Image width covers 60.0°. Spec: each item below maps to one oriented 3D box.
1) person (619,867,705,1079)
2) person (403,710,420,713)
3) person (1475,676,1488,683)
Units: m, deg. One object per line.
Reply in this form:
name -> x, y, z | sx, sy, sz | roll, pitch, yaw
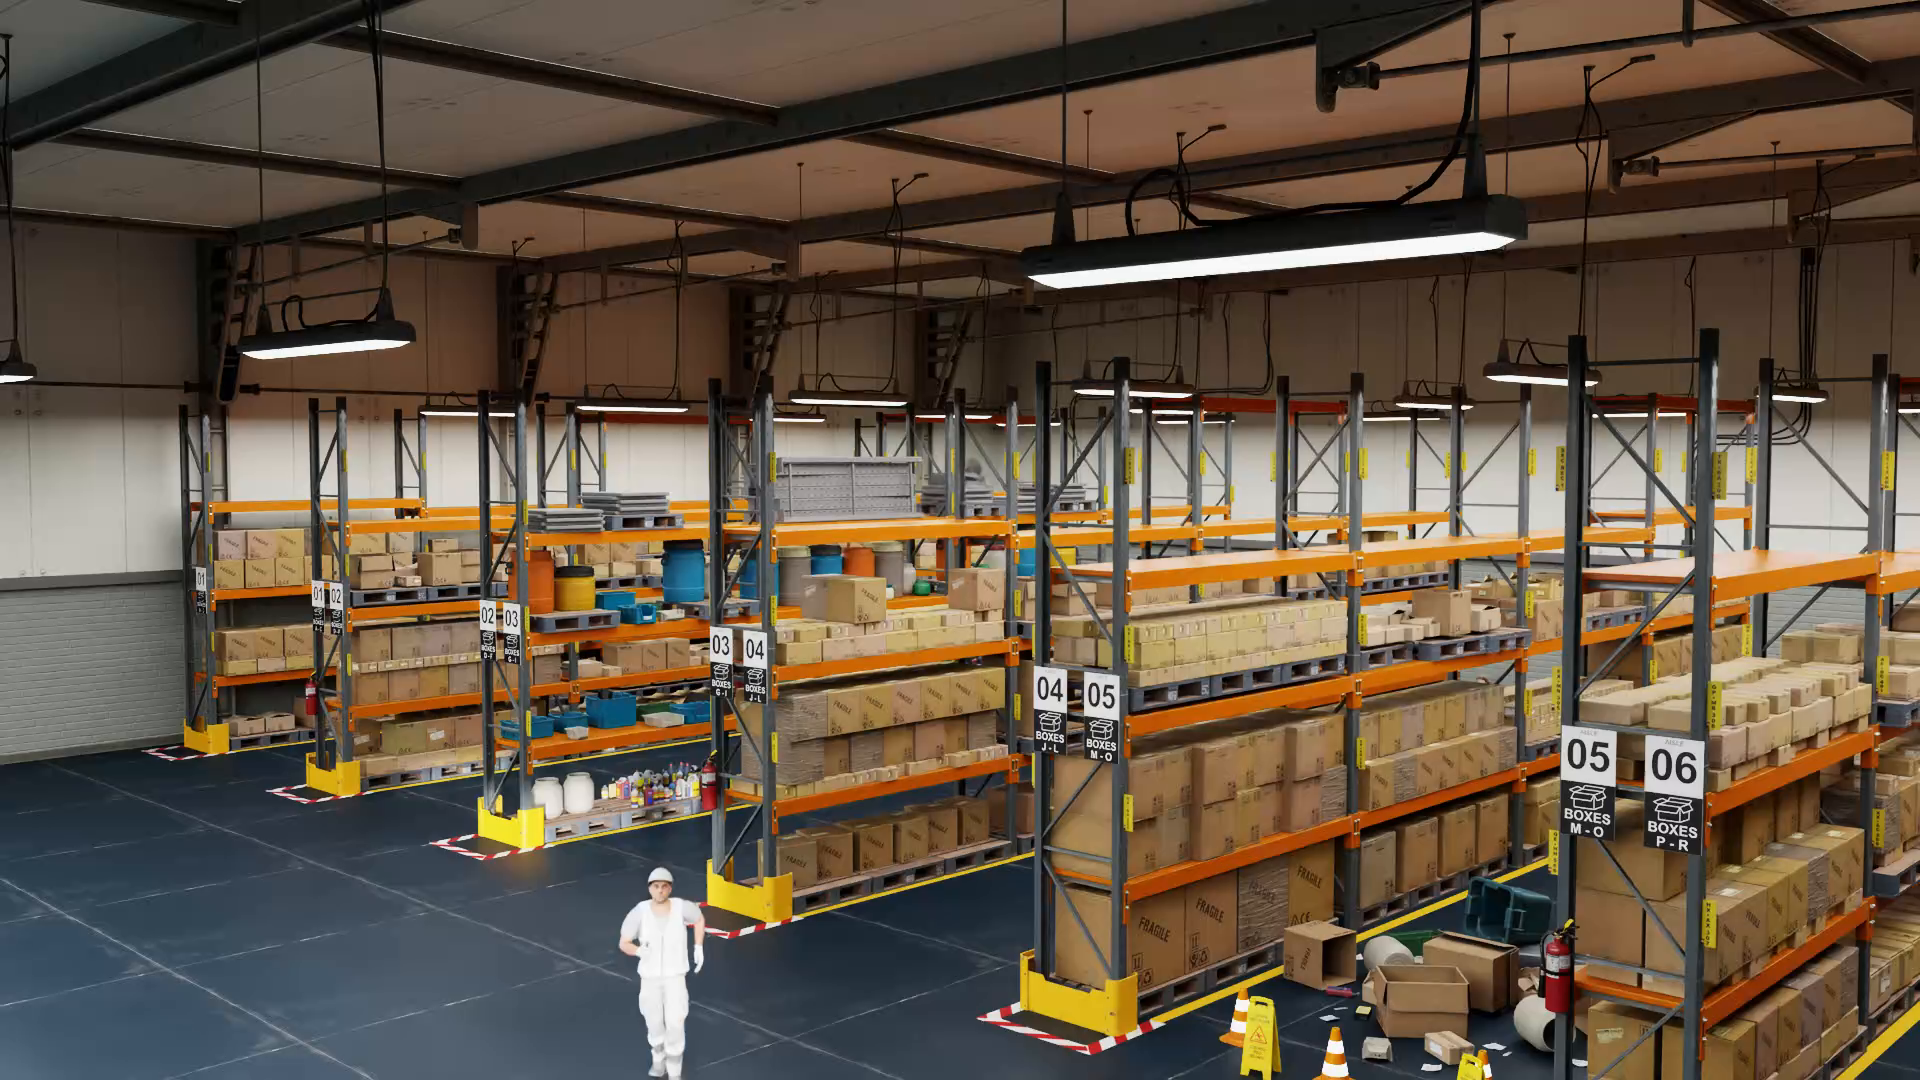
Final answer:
person -> -2.411, 3.561, 13.442 | 0.664, 1.852, 0.776 | 0, 3, -5
person -> -9.329, 2.841, 28.214 | 0.631, 1.717, 0.810 | 2, 4, 36
person -> 8.086, 2.973, 25.833 | 0.550, 1.723, 0.780 | 2, 4, 33
